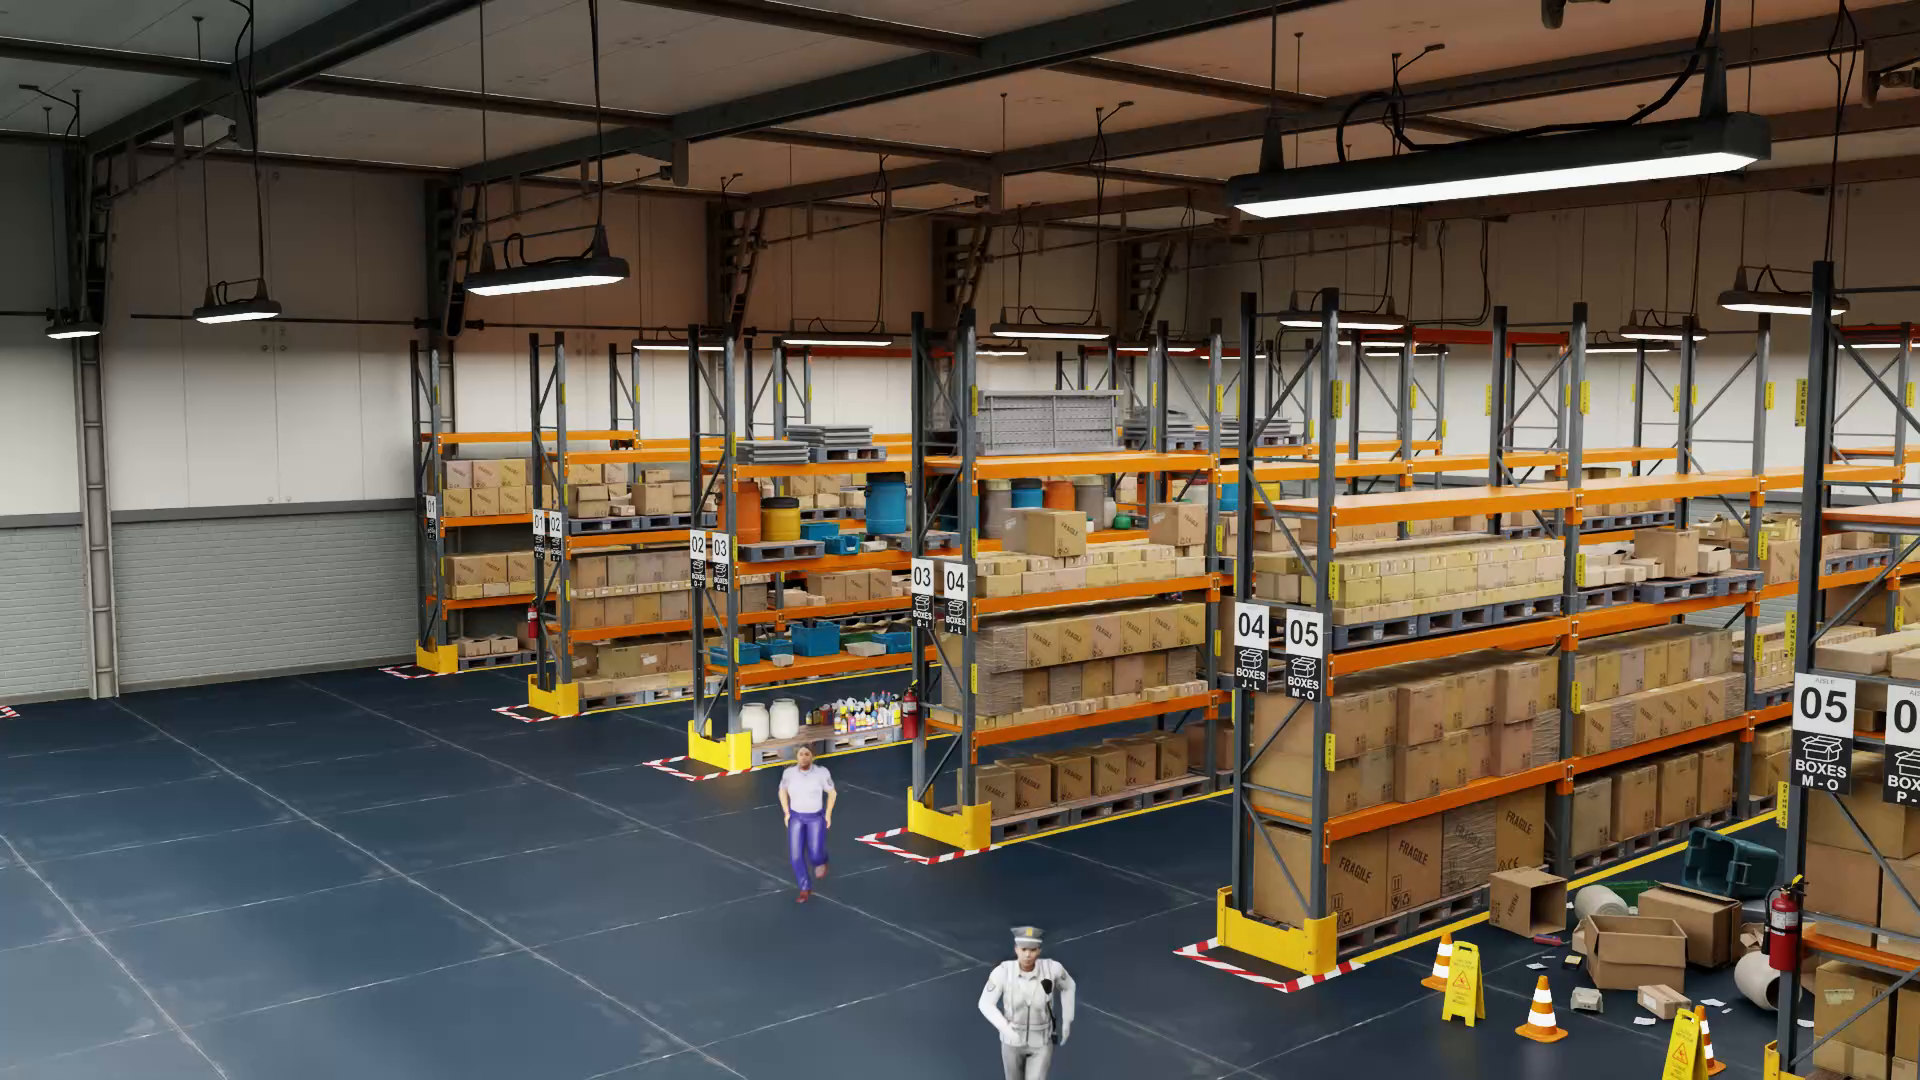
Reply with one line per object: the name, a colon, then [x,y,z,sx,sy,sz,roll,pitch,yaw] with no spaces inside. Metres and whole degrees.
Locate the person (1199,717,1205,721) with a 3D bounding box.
person: [3.582,1.849,24.243,0.505,1.631,0.586,-5,7,-42]

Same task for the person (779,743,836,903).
person: [-1.544,2.833,16.857,0.589,1.591,0.571,0,5,4]

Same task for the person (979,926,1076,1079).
person: [0.443,3.317,10.955,0.637,1.695,0.980,0,5,4]
